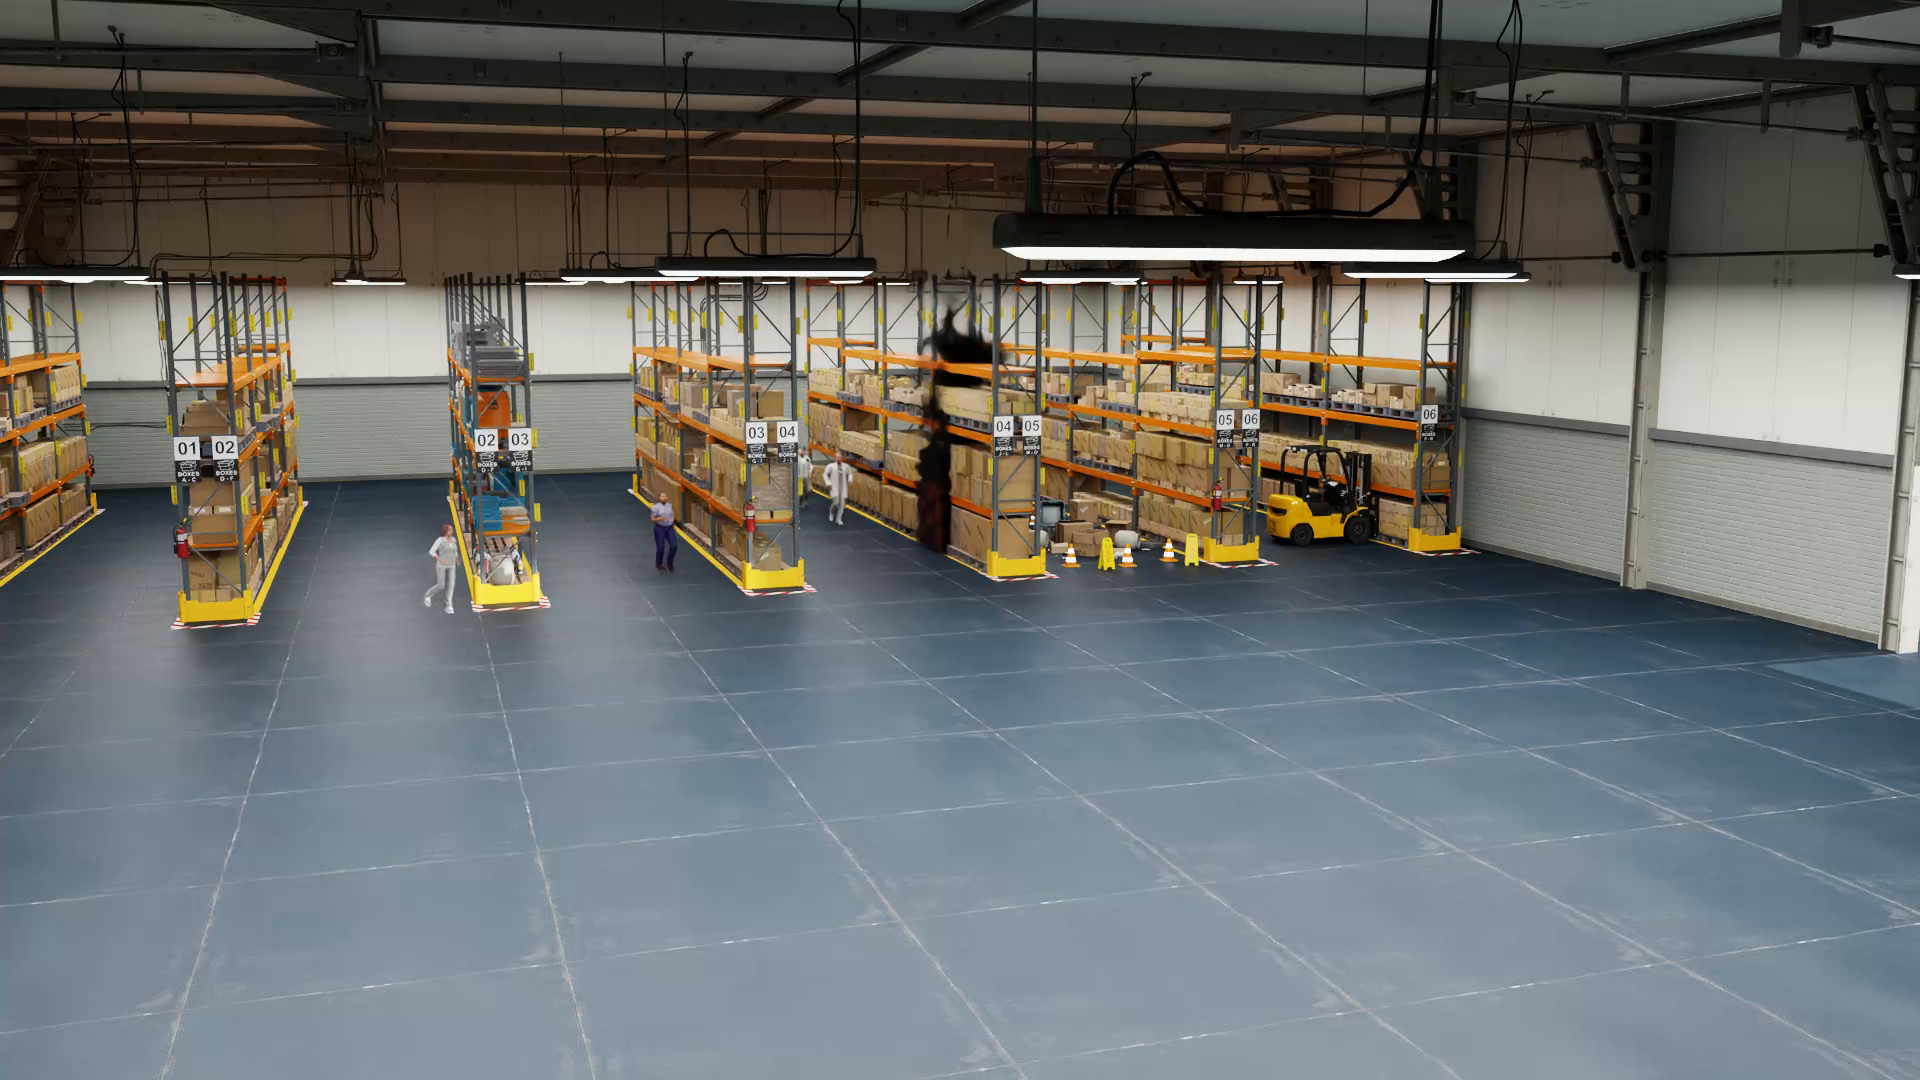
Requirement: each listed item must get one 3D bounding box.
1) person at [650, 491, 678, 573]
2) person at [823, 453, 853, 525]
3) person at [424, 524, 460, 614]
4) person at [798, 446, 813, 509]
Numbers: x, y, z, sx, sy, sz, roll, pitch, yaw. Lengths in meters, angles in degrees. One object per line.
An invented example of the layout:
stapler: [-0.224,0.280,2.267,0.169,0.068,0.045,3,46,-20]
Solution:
person: [-5.980,-0.149,33.717,0.586,1.676,0.661,-5,10,-31]
person: [-2.952,-1.256,40.632,0.727,1.747,0.633,-3,9,-21]
person: [-9.157,0.491,29.672,0.814,1.551,0.601,7,11,39]
person: [-4.074,-1.636,43.357,0.603,1.654,0.539,-3,9,-18]
